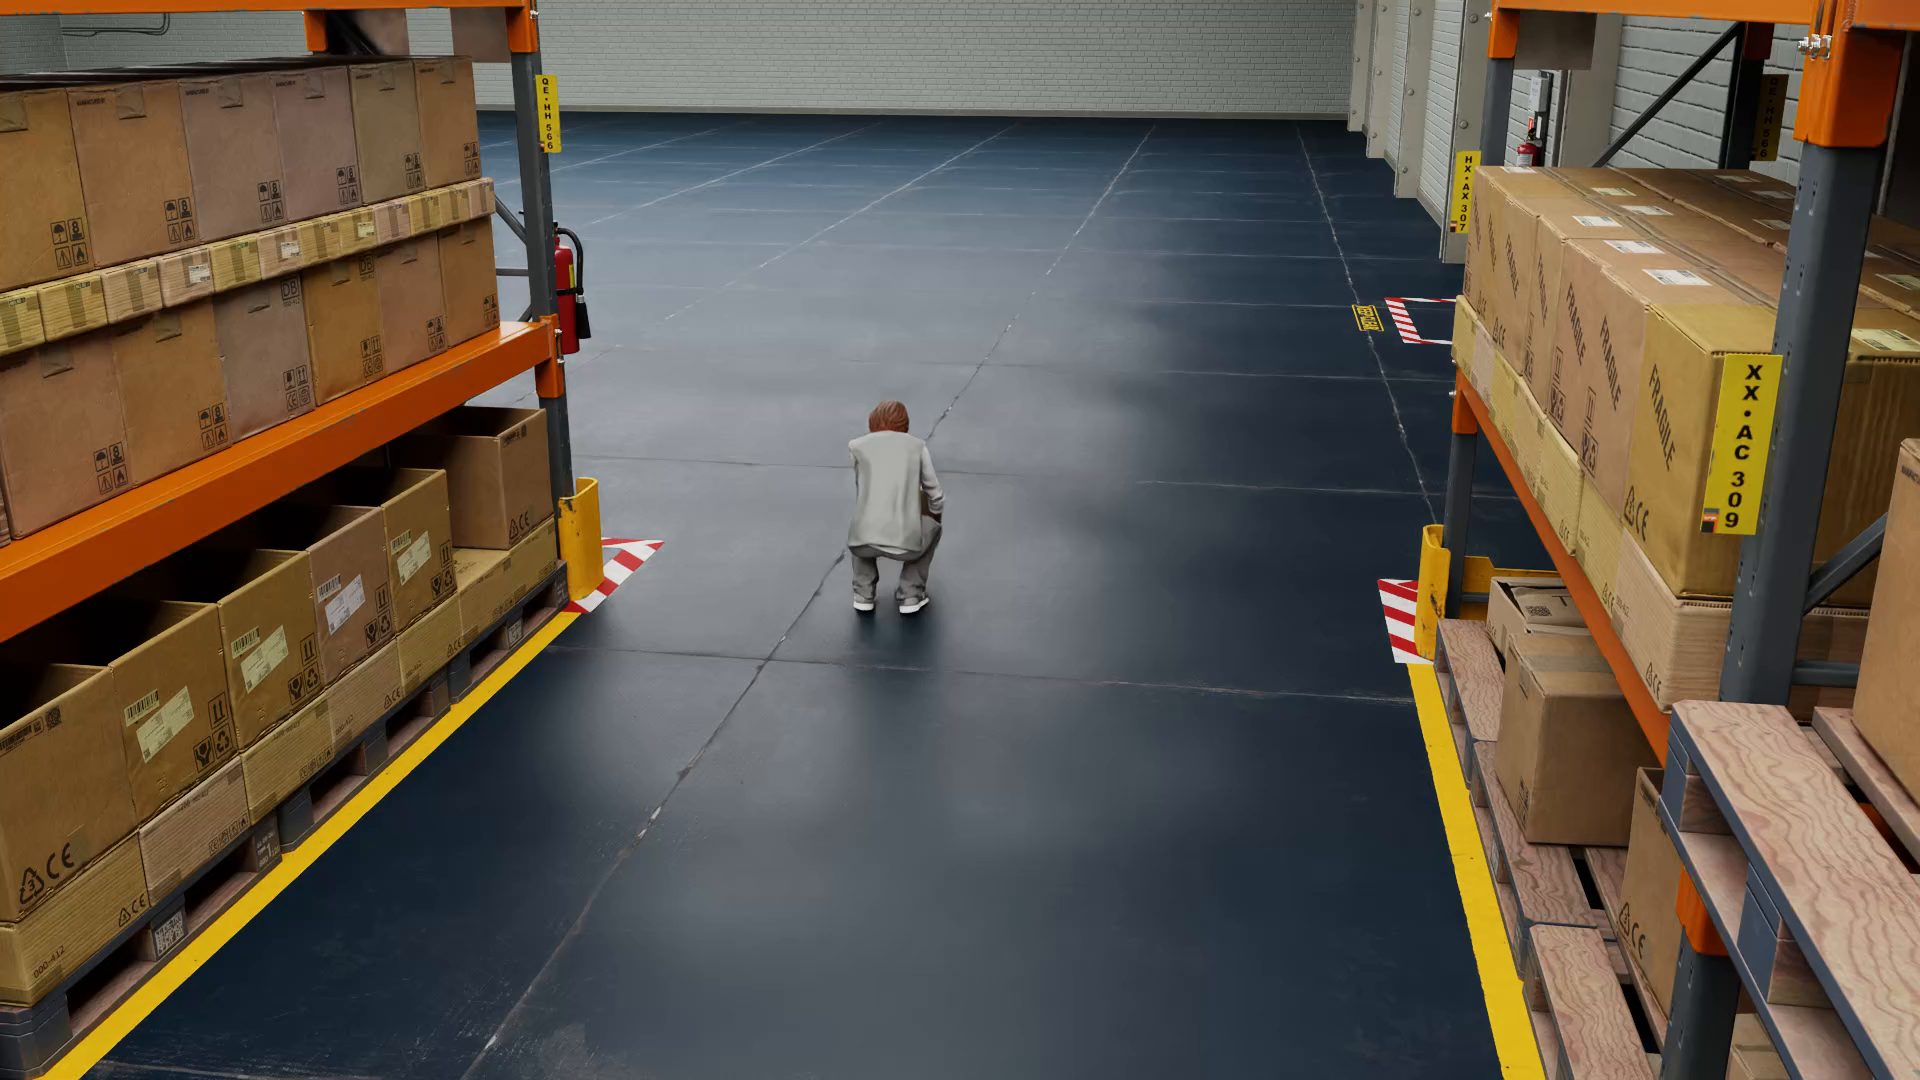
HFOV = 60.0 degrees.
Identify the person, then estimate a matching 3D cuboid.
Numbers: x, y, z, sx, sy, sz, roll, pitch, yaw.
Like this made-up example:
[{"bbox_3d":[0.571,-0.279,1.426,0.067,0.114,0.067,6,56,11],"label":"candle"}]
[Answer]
[{"bbox_3d":[-0.312,-0.155,7.696,0.432,0.890,0.822,3,18,8],"label":"person"}]
